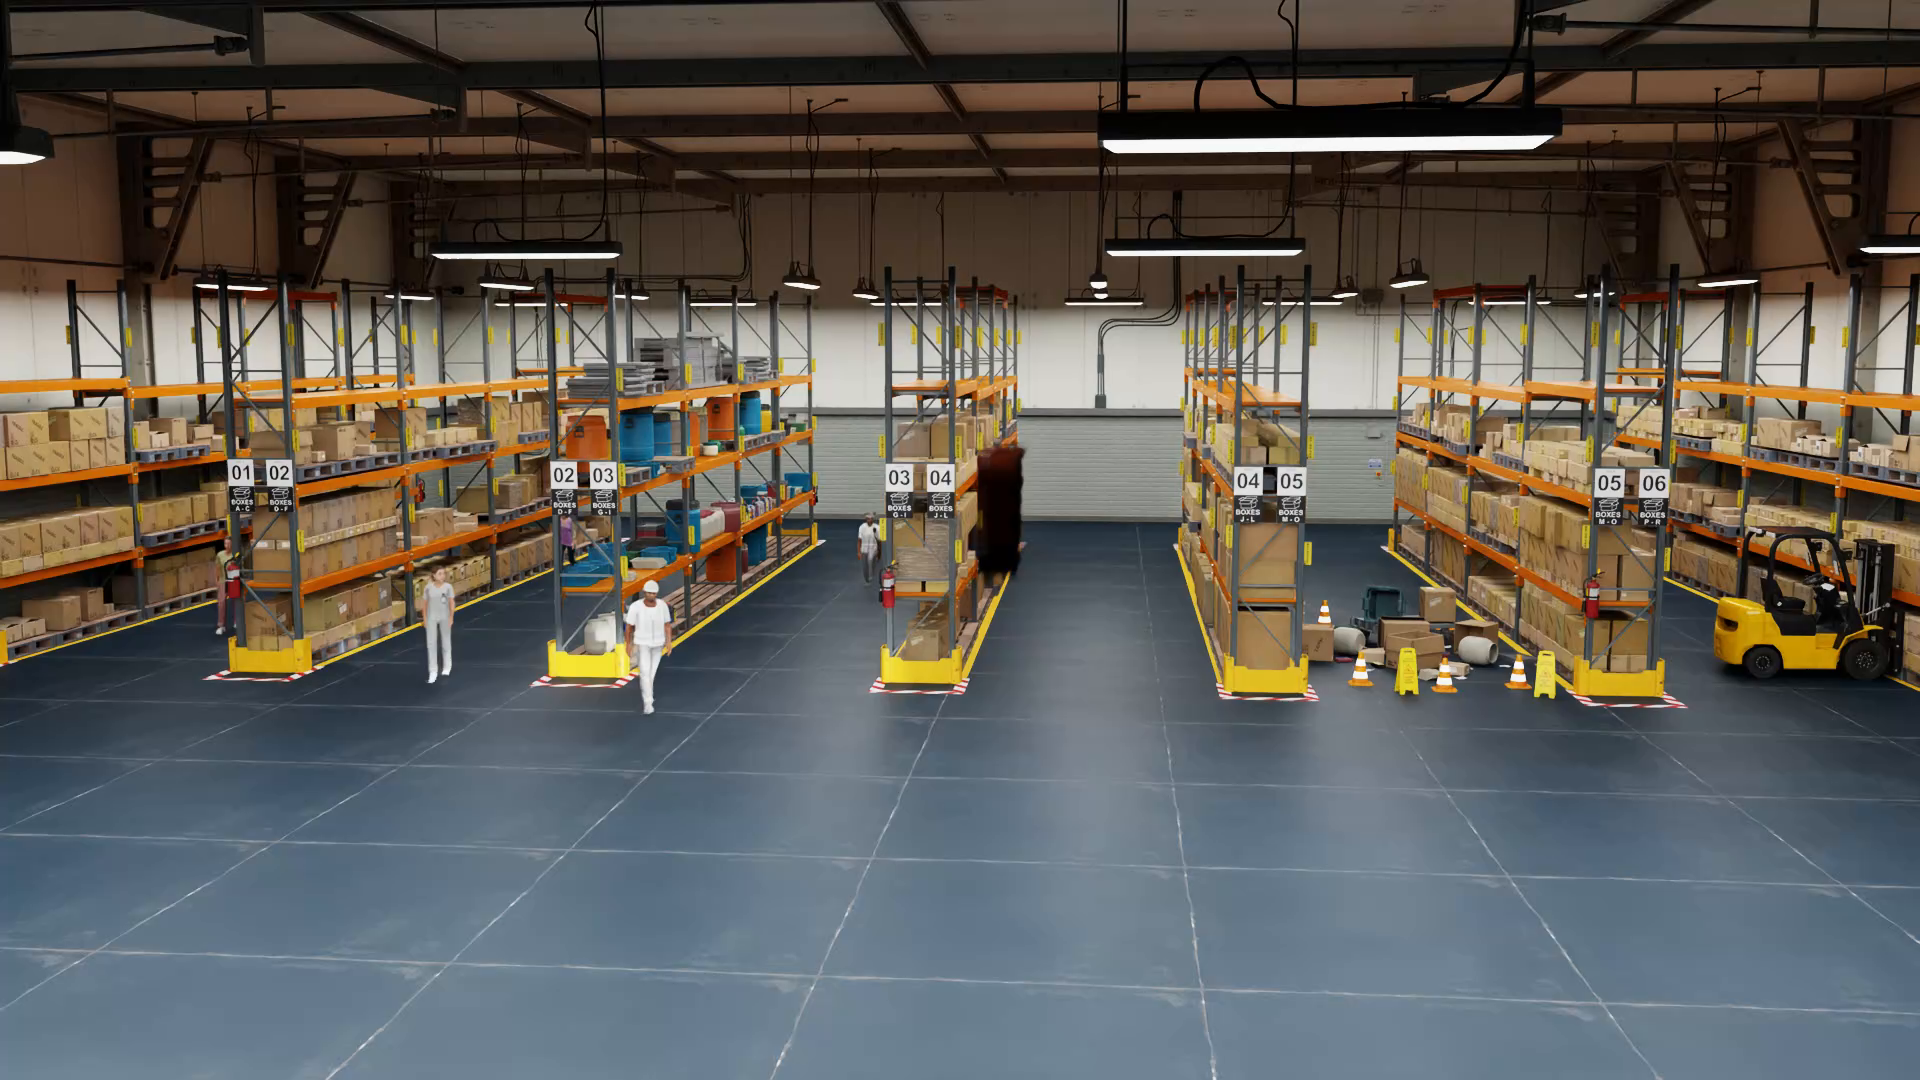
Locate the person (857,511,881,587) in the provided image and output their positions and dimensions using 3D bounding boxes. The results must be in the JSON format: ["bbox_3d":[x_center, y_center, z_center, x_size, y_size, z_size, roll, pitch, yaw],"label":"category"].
[{"bbox_3d":[-1.771,0.200,32.603,0.451,1.571,1.045,1,7,5],"label":"person"}]

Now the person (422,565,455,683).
[{"bbox_3d":[-7.684,1.217,24.534,0.469,1.663,0.762,-2,7,-18],"label":"person"}]

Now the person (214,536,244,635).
[{"bbox_3d":[-12.444,0.734,28.326,0.475,1.626,0.929,-3,7,-20],"label":"person"}]

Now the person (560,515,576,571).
[{"bbox_3d":[-8.093,0.077,34.084,0.450,1.540,0.972,0,7,4],"label":"person"}]

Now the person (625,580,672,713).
[{"bbox_3d":[-4.176,1.398,22.472,0.593,1.718,0.951,-5,8,-34],"label":"person"}]
